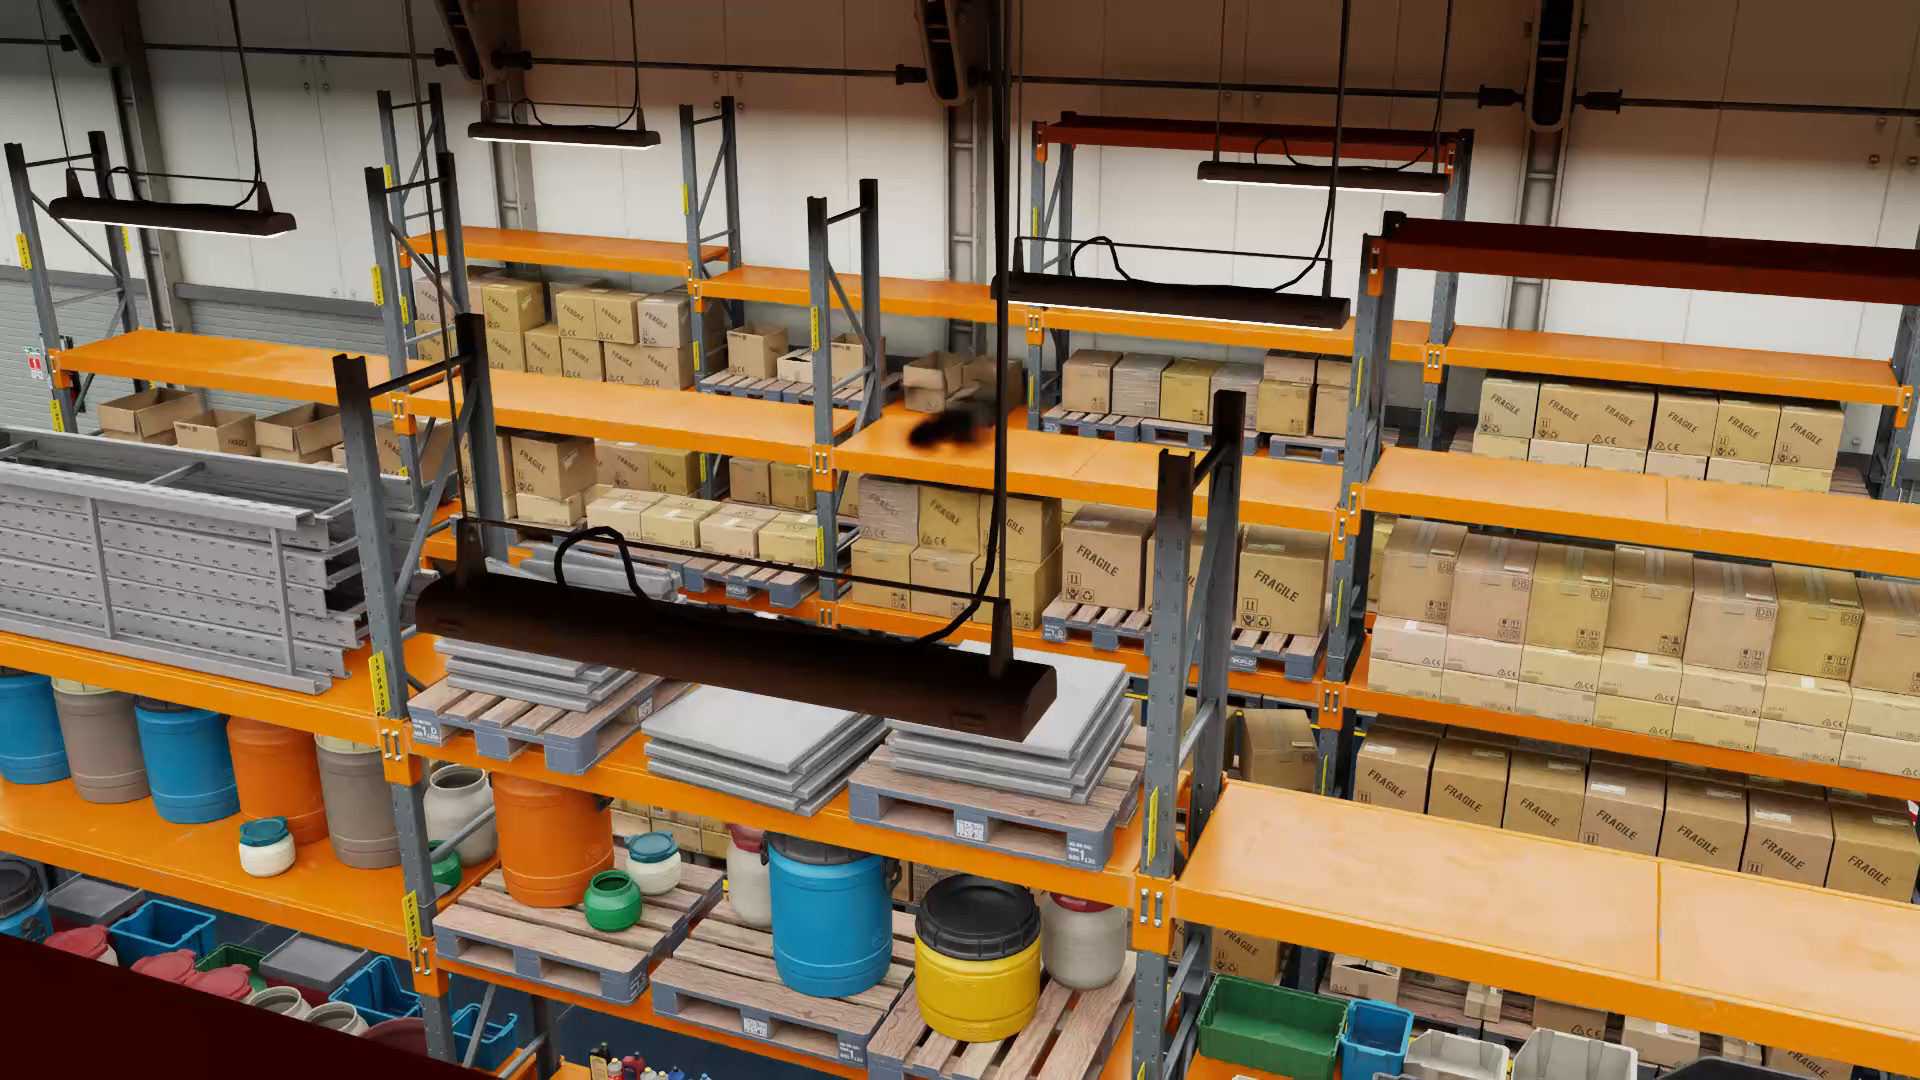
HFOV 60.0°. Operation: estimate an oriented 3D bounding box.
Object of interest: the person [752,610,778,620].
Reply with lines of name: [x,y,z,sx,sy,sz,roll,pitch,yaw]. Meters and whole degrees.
person: [-1.946,1.280,16.743,0.746,1.725,0.583,6,22,15]
